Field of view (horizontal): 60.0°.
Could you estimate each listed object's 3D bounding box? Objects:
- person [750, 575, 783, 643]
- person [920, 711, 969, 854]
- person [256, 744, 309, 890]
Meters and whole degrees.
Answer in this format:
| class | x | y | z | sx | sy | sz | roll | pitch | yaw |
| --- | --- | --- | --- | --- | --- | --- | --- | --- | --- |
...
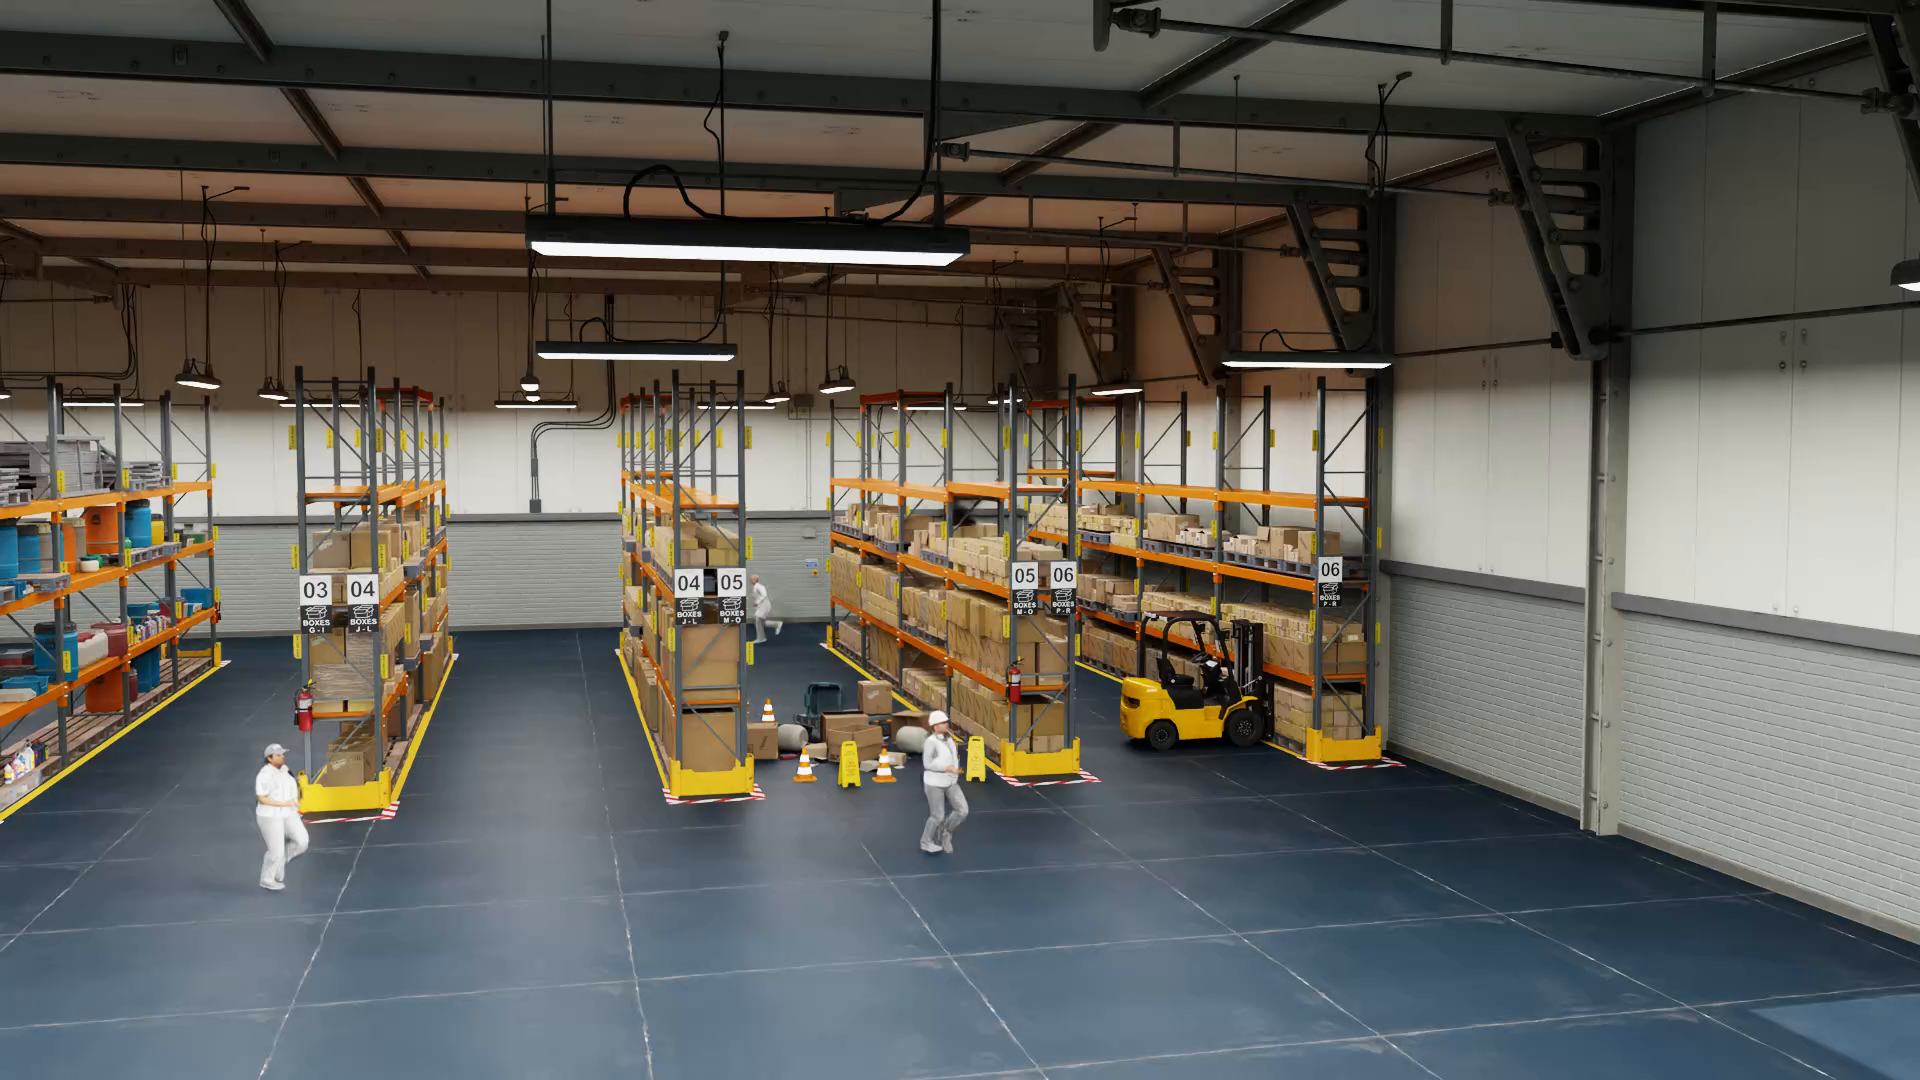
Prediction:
| class | x | y | z | sx | sy | sz | roll | pitch | yaw |
| --- | --- | --- | --- | --- | --- | --- | --- | --- | --- |
| person | -4.802 | 1.710 | 41.252 | 0.840 | 1.727 | 0.709 | -1 | 4 | -20 |
| person | -0.192 | 2.932 | 20.009 | 0.689 | 1.766 | 0.633 | 3 | 4 | 38 |
| person | -7.562 | 3.080 | 18.551 | 0.556 | 1.628 | 0.595 | 1 | 4 | 17 |
